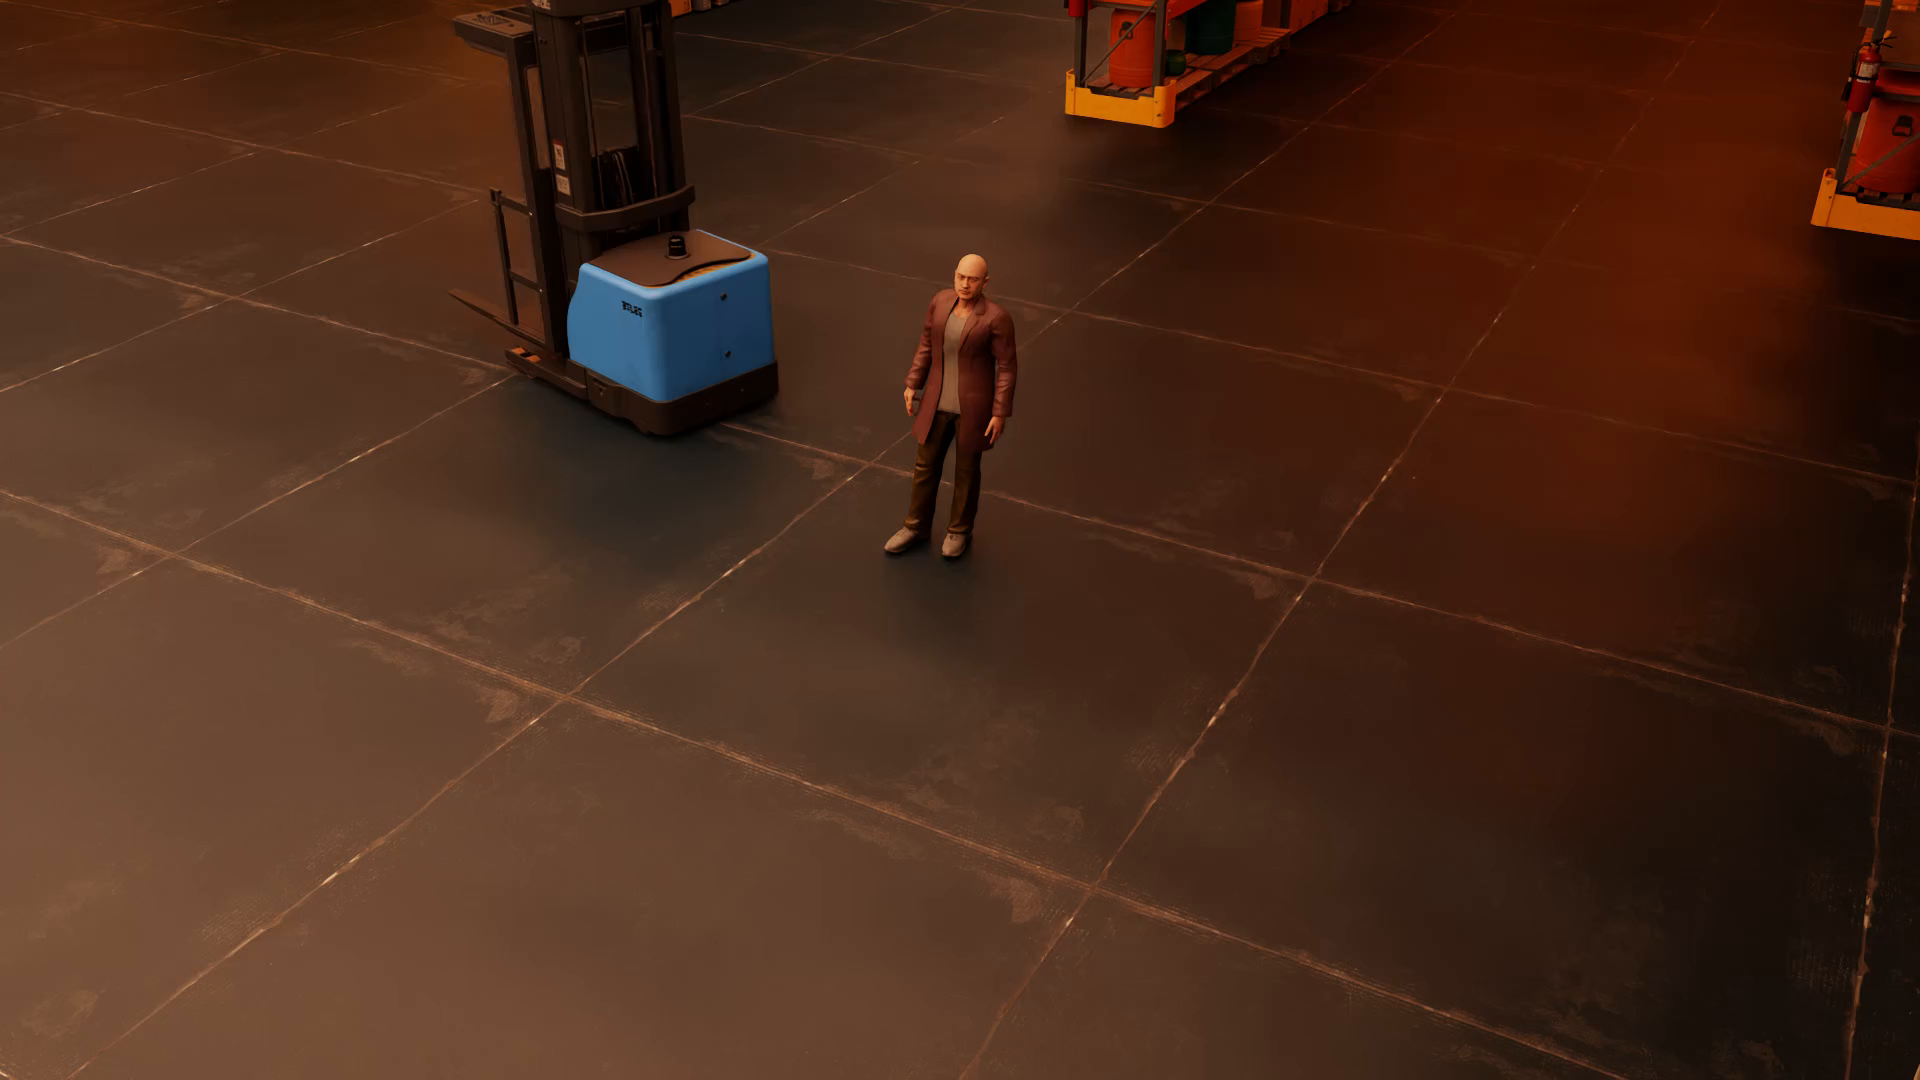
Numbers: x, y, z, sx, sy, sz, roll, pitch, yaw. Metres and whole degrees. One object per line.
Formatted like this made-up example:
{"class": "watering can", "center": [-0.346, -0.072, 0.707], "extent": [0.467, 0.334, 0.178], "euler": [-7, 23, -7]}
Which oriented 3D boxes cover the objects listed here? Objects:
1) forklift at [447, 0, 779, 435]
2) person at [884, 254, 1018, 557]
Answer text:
{"class": "forklift", "center": [-2.672, -2.600, 11.575], "extent": [3.031, 2.935, 1.130], "euler": [26, 39, 37]}
{"class": "person", "center": [-0.048, -0.738, 9.488], "extent": [0.696, 1.775, 0.582], "euler": [15, 33, 25]}
